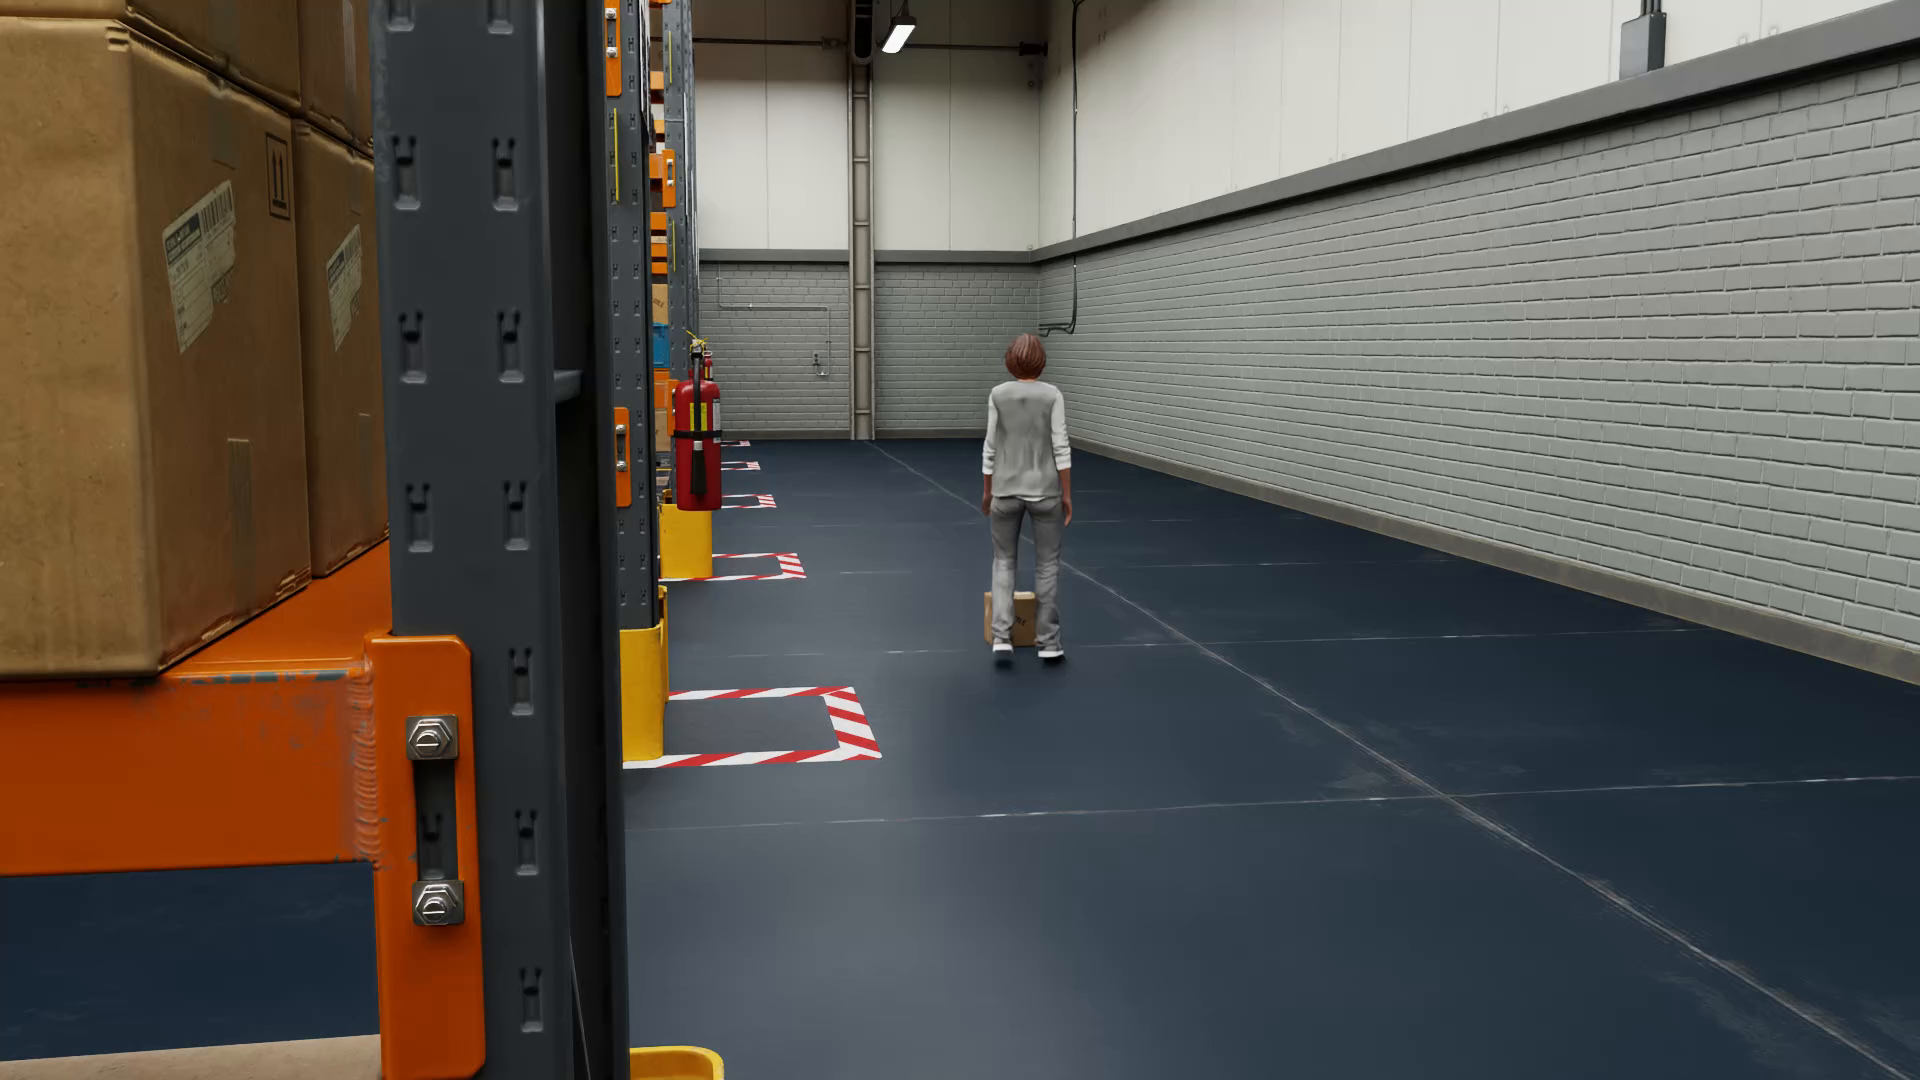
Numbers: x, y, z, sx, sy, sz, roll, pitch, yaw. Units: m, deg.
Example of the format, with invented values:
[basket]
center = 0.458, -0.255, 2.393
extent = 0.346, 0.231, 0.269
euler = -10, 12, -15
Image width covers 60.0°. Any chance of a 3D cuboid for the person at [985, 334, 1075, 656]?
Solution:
[person]
center = 0.345, -0.212, 8.211
extent = 0.445, 1.600, 0.415
euler = 0, 7, 4
